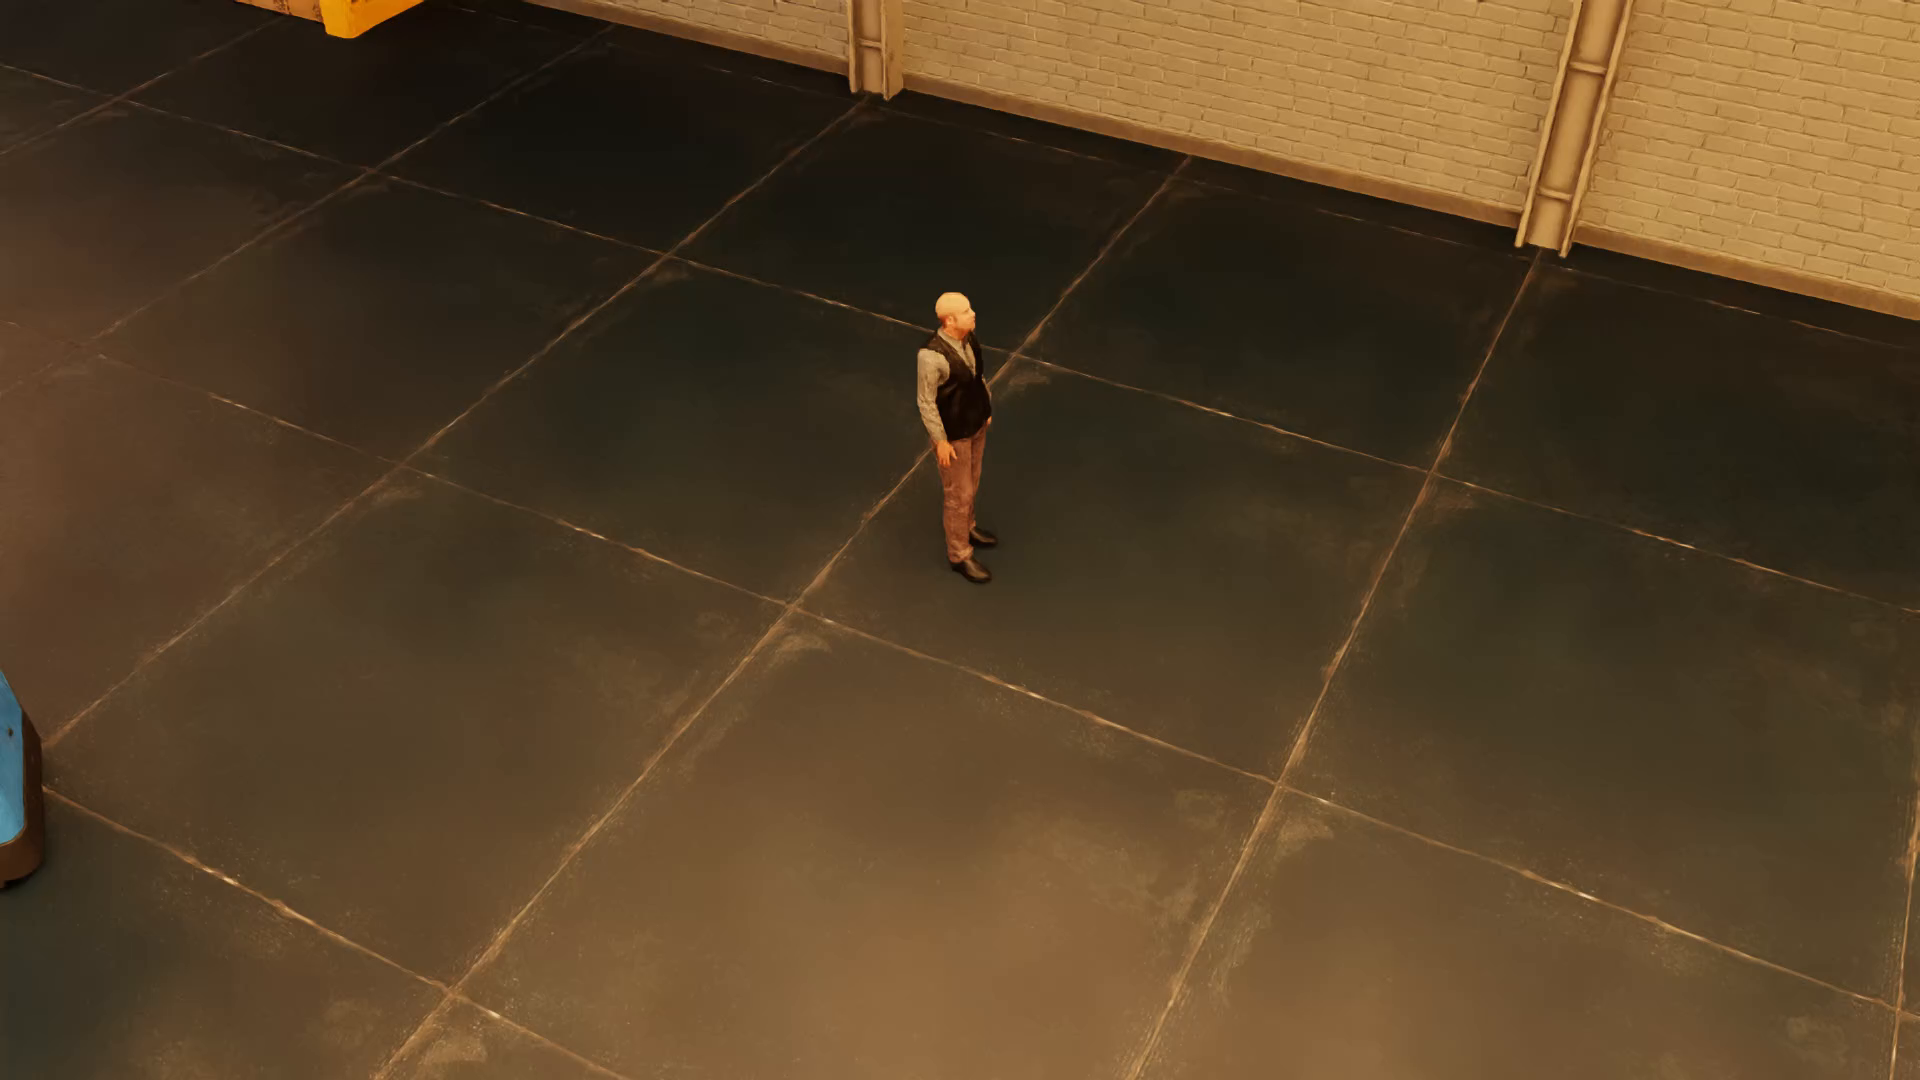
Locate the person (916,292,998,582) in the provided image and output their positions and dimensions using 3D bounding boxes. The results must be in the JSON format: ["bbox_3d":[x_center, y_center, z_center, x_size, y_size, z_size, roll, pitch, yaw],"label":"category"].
[{"bbox_3d":[0.052,-0.641,9.675,0.567,1.720,0.632,18,43,21],"label":"person"}]

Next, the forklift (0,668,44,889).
[{"bbox_3d":[-6.121,0.650,7.215,3.031,2.935,1.130,-16,43,-18],"label":"forklift"}]
